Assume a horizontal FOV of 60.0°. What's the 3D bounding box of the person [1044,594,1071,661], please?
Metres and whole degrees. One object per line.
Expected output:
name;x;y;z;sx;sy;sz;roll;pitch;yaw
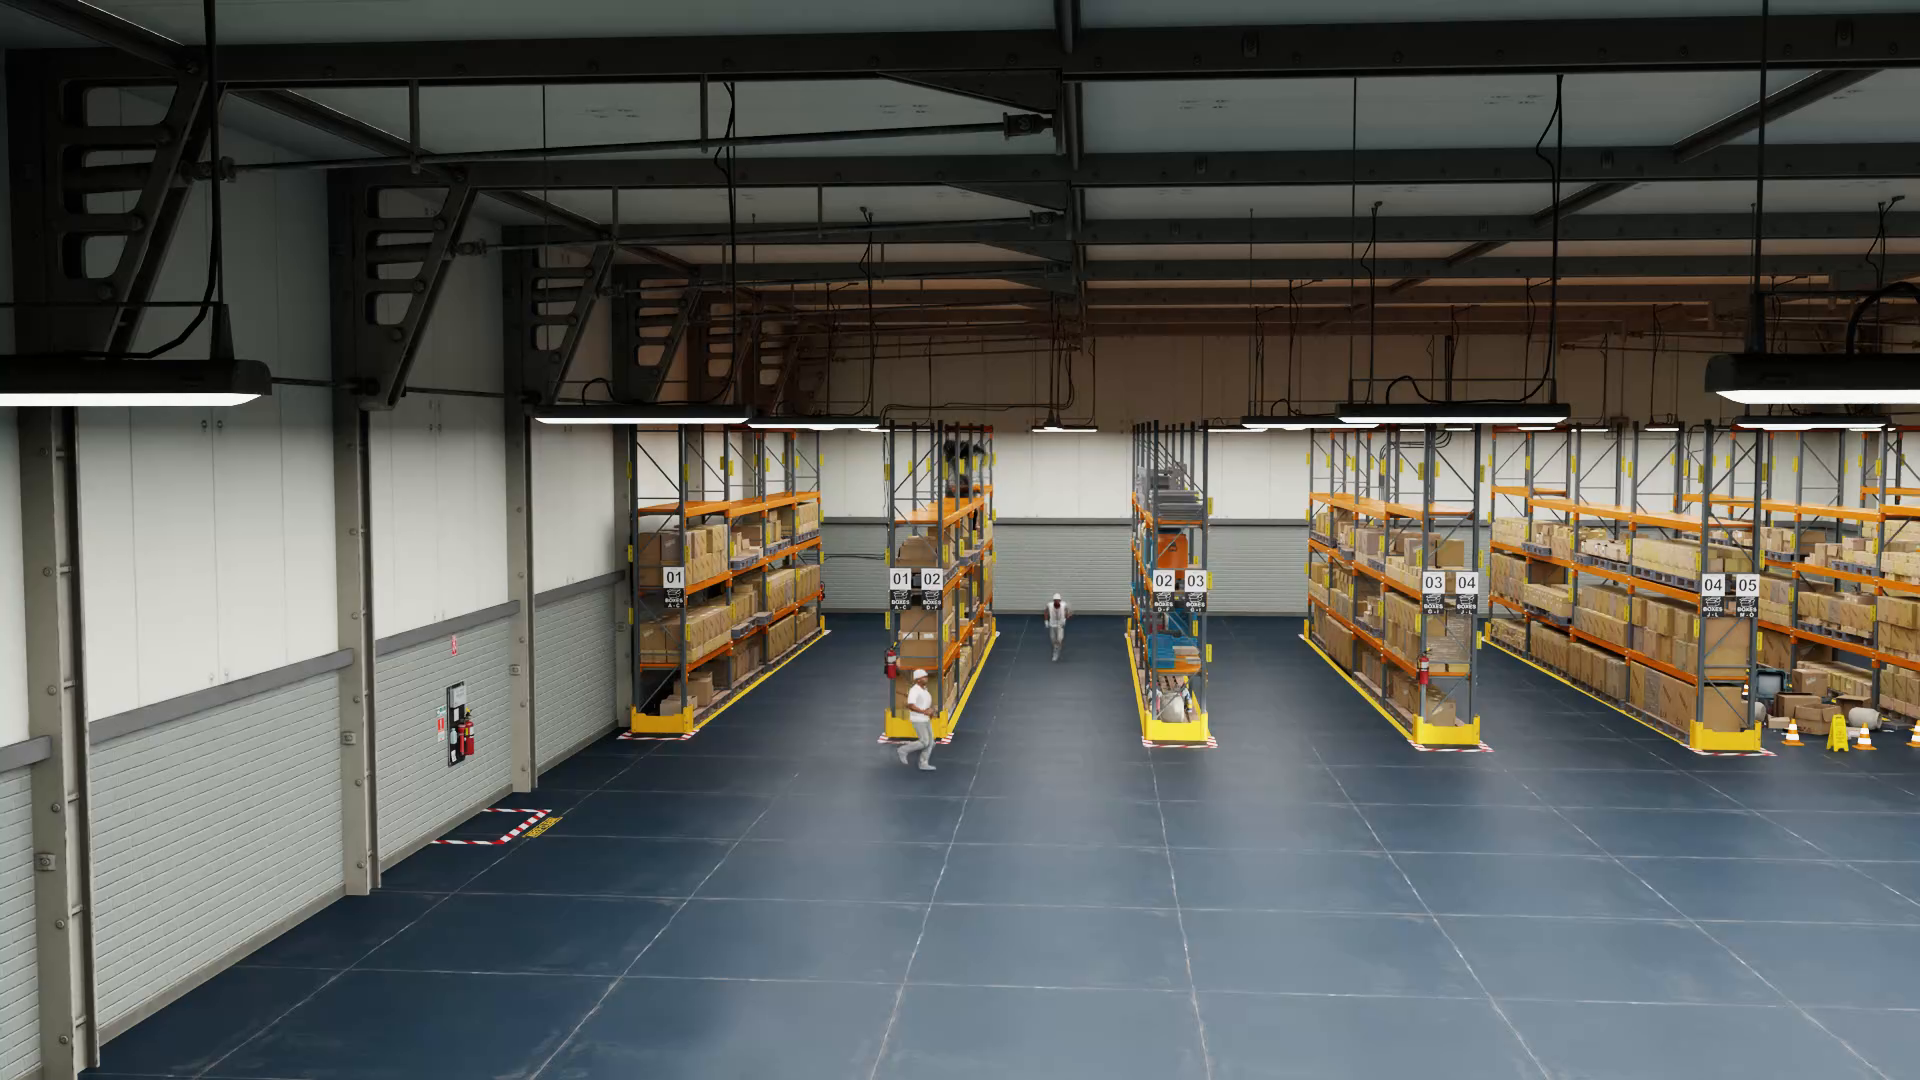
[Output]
person;2.481;2.210;42.350;0.678;1.710;0.821;0;4;3

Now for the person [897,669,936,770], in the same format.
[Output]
person;-0.717;3.061;28.378;0.687;1.728;0.699;1;4;16
